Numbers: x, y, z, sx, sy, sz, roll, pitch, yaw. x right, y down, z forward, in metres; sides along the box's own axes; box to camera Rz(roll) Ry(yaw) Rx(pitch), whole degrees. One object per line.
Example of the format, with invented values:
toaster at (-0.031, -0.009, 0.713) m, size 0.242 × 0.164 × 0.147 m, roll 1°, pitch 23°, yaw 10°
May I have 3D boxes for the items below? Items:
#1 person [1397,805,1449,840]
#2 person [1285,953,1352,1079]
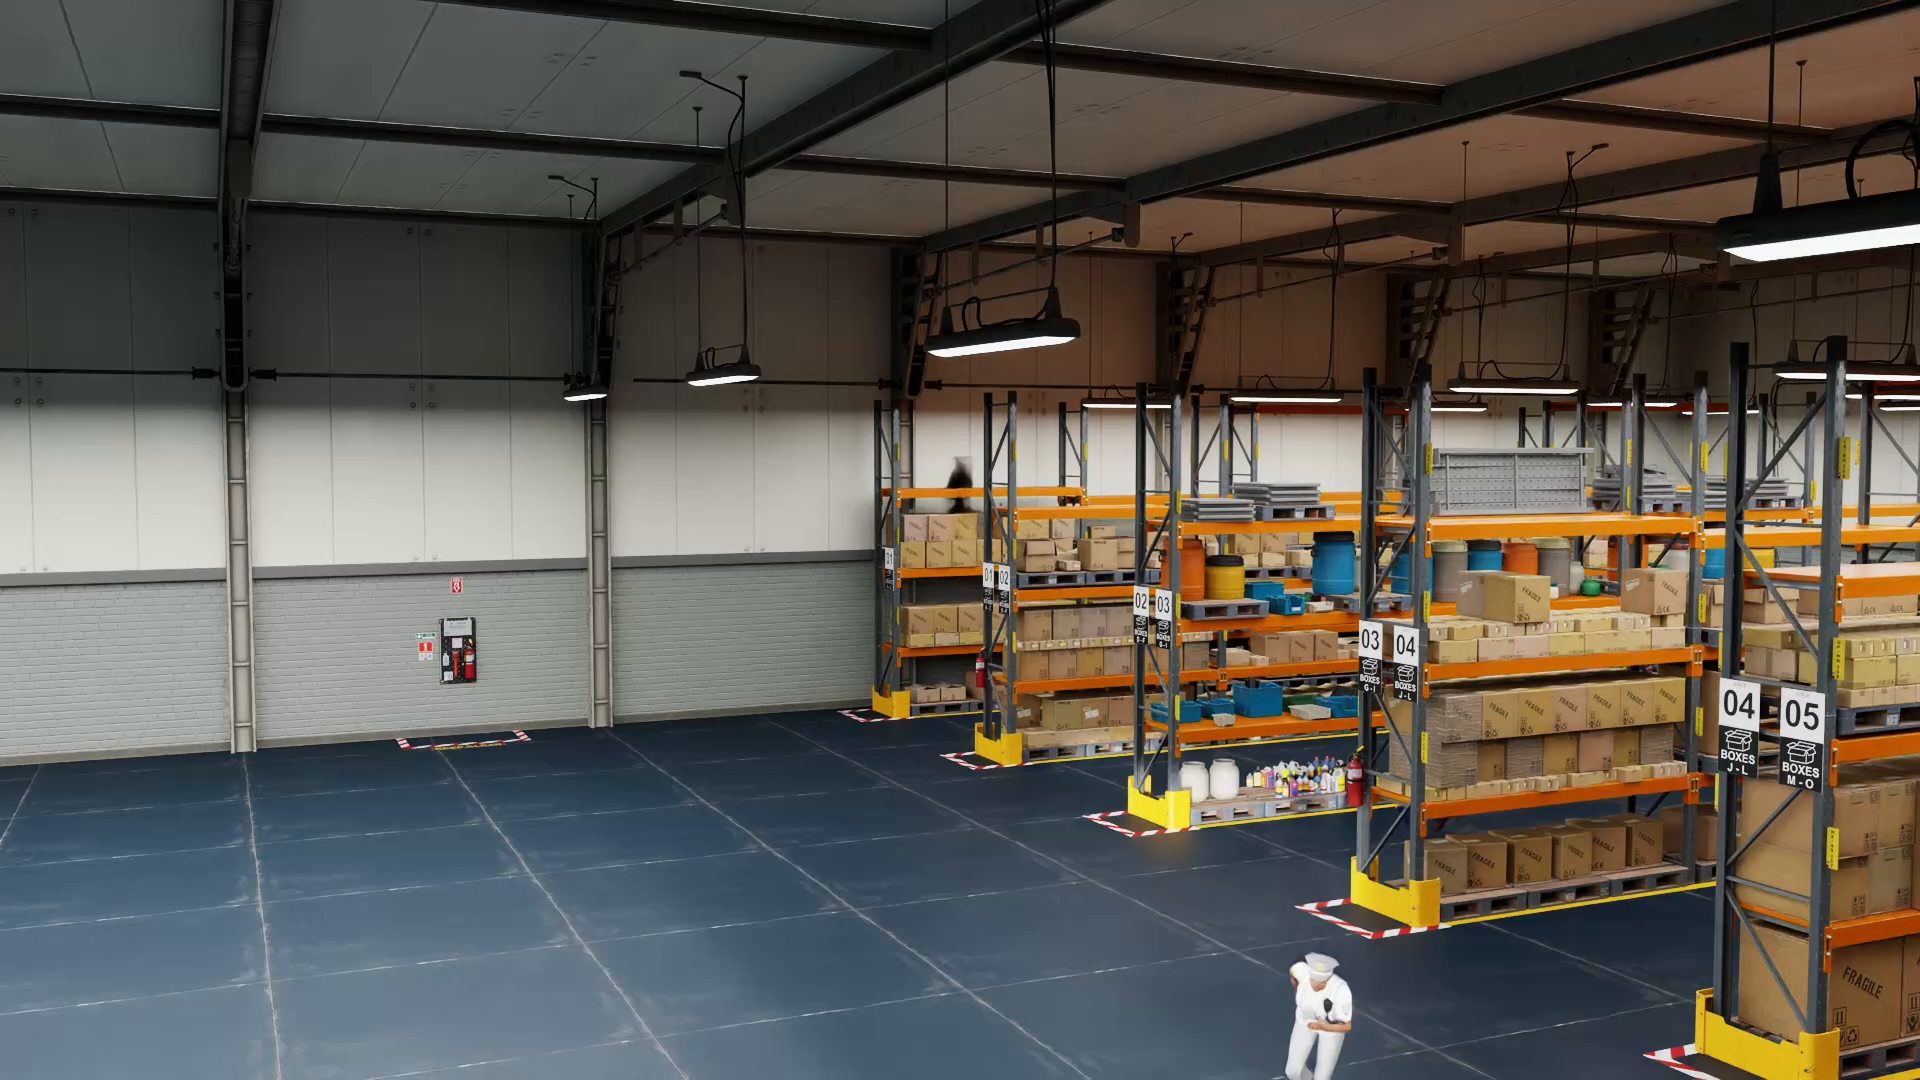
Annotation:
person at (5.952, 3.184, 21.490) m, size 0.859 × 1.477 × 0.613 m, roll -2°, pitch 4°, yaw -25°
person at (2.695, 3.733, 12.549) m, size 0.561 × 1.389 × 0.912 m, roll 1°, pitch 4°, yaw 23°
